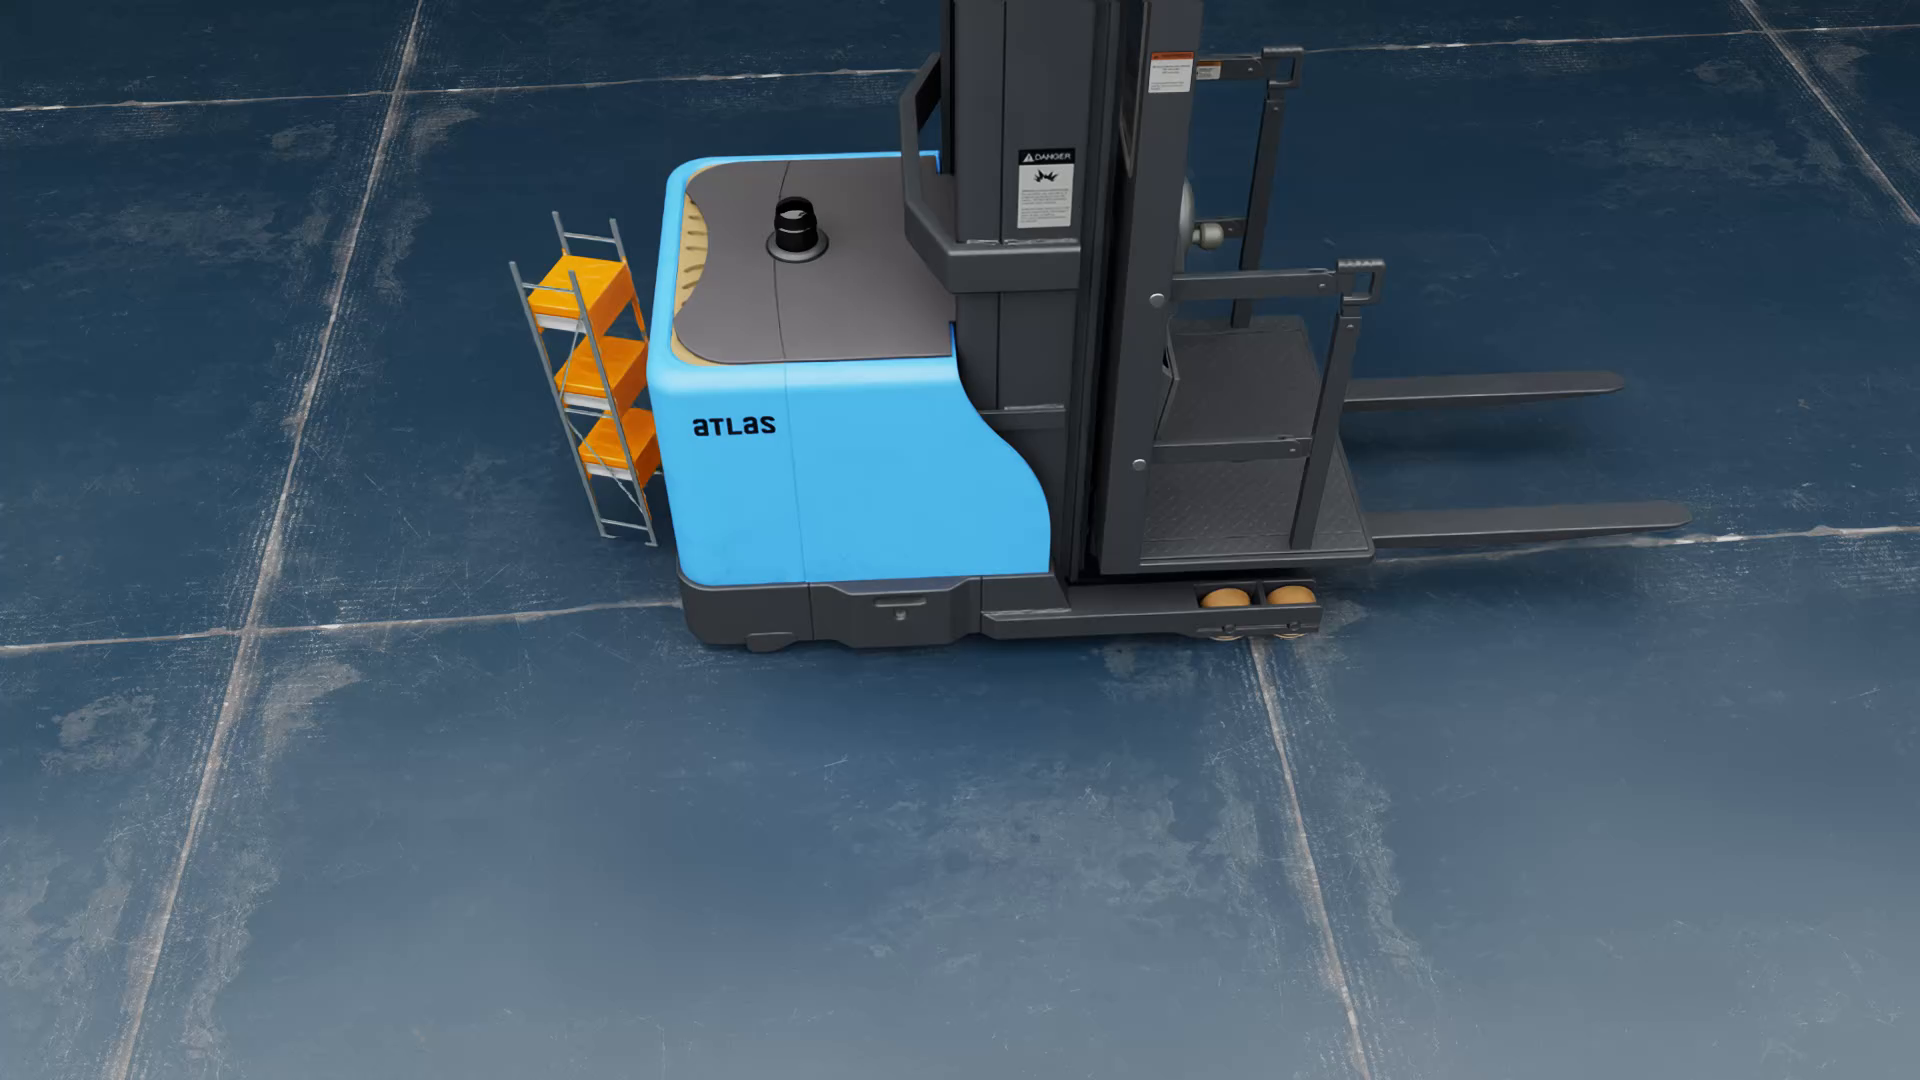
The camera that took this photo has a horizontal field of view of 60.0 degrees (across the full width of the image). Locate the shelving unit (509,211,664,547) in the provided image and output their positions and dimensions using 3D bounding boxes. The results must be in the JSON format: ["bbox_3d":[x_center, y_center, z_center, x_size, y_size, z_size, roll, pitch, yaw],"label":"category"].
[{"bbox_3d":[-1.046,-0.452,4.943,0.215,1.050,0.252,10,47,17],"label":"shelving unit"}]

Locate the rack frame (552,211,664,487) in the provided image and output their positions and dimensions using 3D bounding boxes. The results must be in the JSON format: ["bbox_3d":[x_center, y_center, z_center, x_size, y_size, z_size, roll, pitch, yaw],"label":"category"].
[{"bbox_3d":[-1.007,-0.536,5.022,0.200,1.050,0.008,10,47,17],"label":"rack frame"}]

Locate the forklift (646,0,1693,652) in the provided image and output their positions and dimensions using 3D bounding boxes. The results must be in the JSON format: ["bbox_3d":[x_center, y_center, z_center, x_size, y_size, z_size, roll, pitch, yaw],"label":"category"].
[{"bbox_3d":[0.676,-1.092,4.265,3.031,2.935,1.130,-2,47,-2],"label":"forklift"}]

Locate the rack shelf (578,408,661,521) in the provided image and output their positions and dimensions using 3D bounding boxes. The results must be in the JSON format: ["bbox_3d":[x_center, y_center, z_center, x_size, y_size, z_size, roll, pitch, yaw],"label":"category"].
[{"bbox_3d":[-1.020,-0.248,5.145,0.215,0.259,0.240,10,47,17],"label":"rack shelf"}]

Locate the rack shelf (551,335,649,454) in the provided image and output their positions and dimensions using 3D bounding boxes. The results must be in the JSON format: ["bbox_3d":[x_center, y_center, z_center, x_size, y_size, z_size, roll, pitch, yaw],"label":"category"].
[{"bbox_3d":[-1.045,-0.445,4.950,0.215,0.259,0.240,10,47,17],"label":"rack shelf"}]

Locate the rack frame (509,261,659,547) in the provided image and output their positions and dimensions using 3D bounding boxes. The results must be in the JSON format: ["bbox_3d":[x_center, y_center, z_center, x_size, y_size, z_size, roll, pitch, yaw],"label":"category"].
[{"bbox_3d":[-1.085,-0.368,4.863,0.200,1.050,0.008,10,47,17],"label":"rack frame"}]

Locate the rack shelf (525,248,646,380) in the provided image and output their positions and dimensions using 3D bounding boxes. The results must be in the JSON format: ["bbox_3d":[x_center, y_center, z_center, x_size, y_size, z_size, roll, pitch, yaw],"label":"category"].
[{"bbox_3d":[-1.070,-0.645,4.751,0.215,0.259,0.240,10,47,17],"label":"rack shelf"}]
